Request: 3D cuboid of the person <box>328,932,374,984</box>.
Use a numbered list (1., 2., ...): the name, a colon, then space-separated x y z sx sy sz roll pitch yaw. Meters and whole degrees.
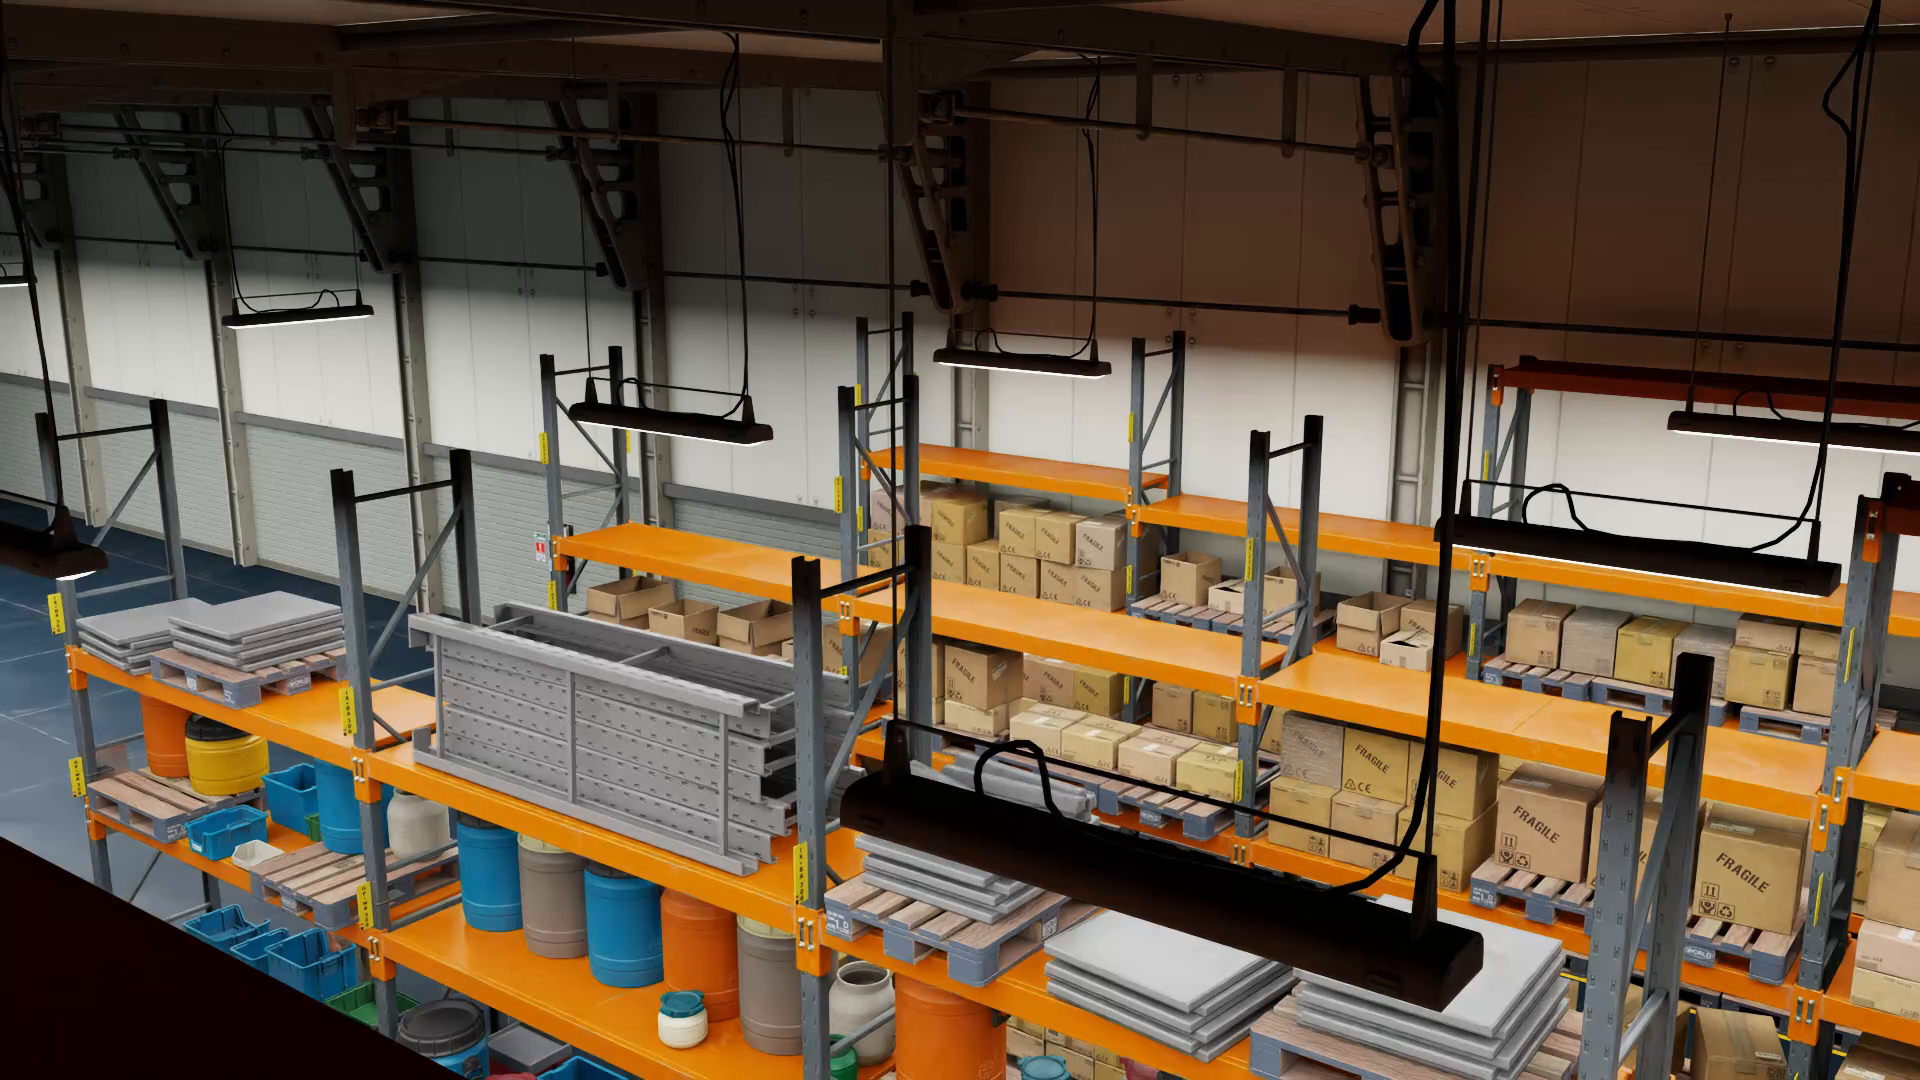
1. person: -5.680 3.689 15.573 0.565 1.723 0.579 9 16 34
